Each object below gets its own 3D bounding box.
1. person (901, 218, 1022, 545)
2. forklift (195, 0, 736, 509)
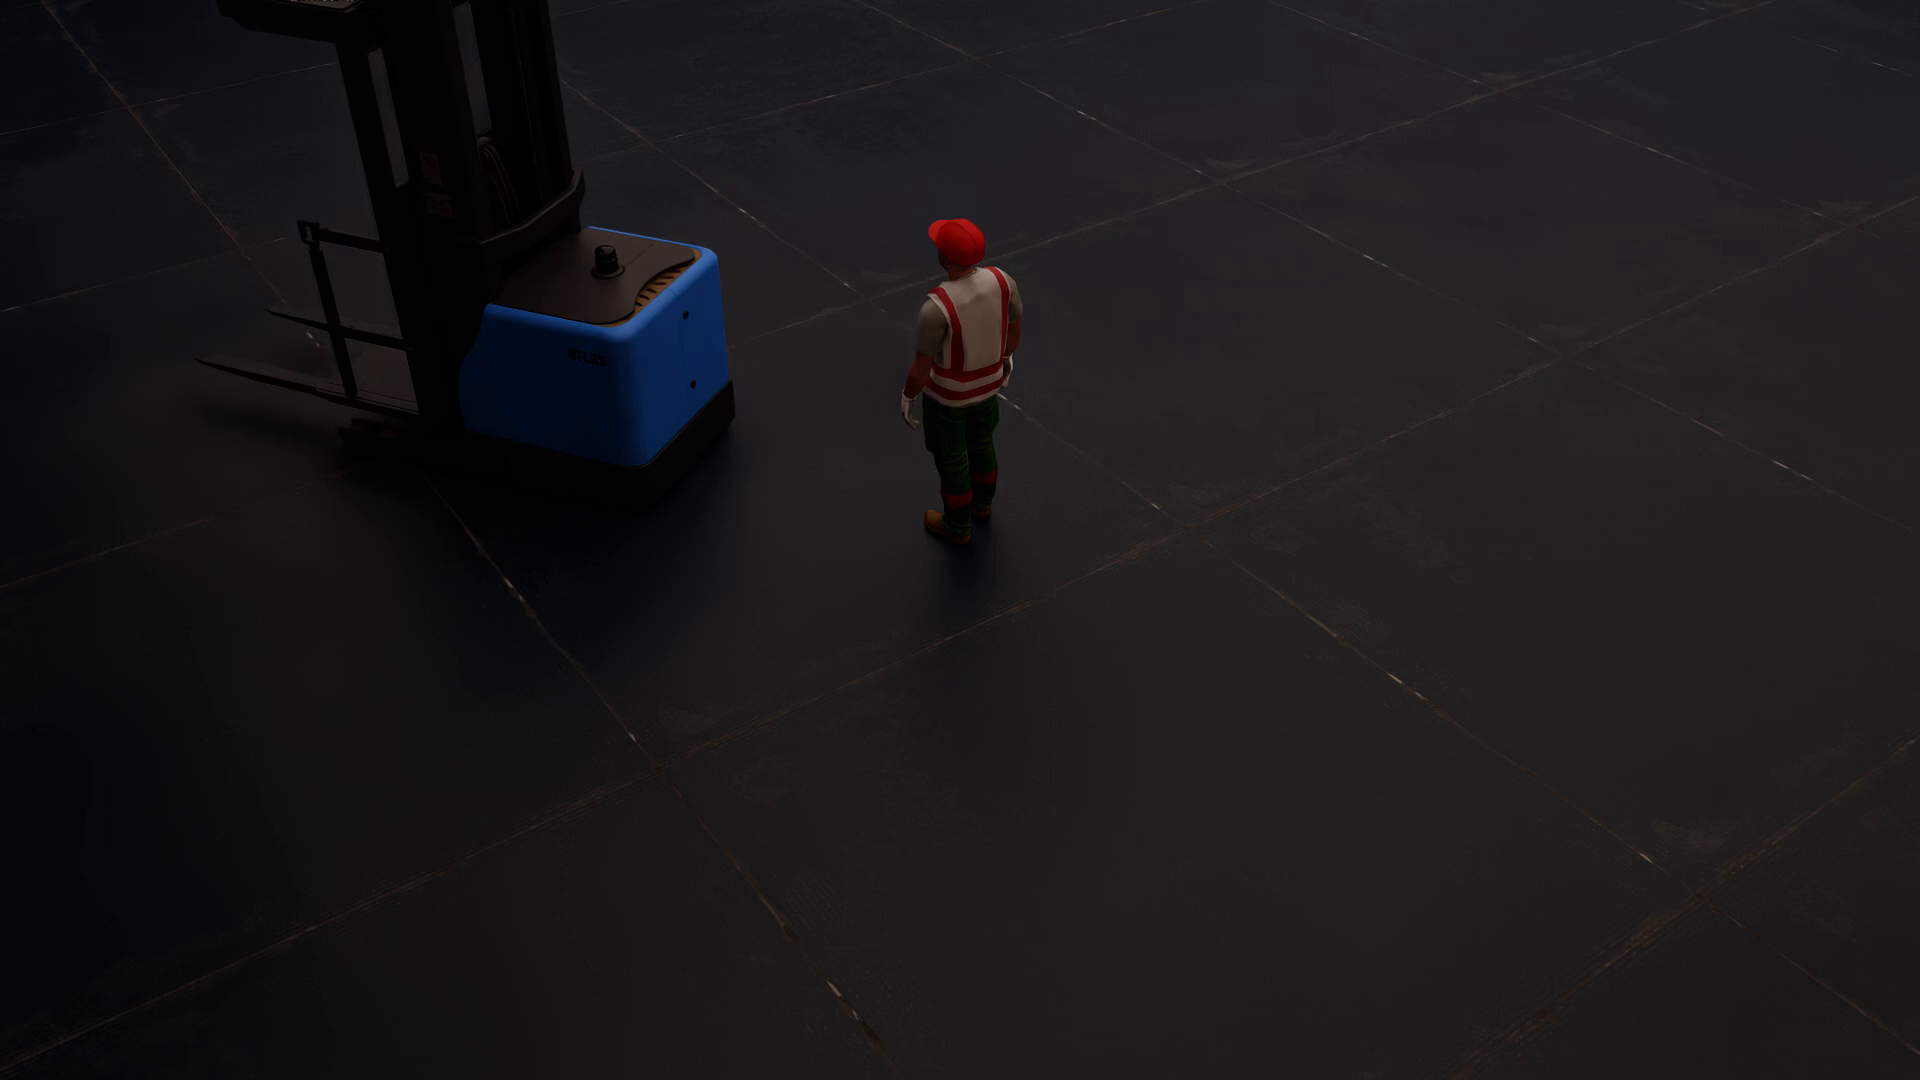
[{"bbox_3d":[-0.038,-0.768,7.932,0.638,1.789,0.562,-23,42,-28],"label":"person"},{"bbox_3d":[-2.815,-1.887,8.497,3.031,2.935,1.130,13,38,17],"label":"forklift"}]
